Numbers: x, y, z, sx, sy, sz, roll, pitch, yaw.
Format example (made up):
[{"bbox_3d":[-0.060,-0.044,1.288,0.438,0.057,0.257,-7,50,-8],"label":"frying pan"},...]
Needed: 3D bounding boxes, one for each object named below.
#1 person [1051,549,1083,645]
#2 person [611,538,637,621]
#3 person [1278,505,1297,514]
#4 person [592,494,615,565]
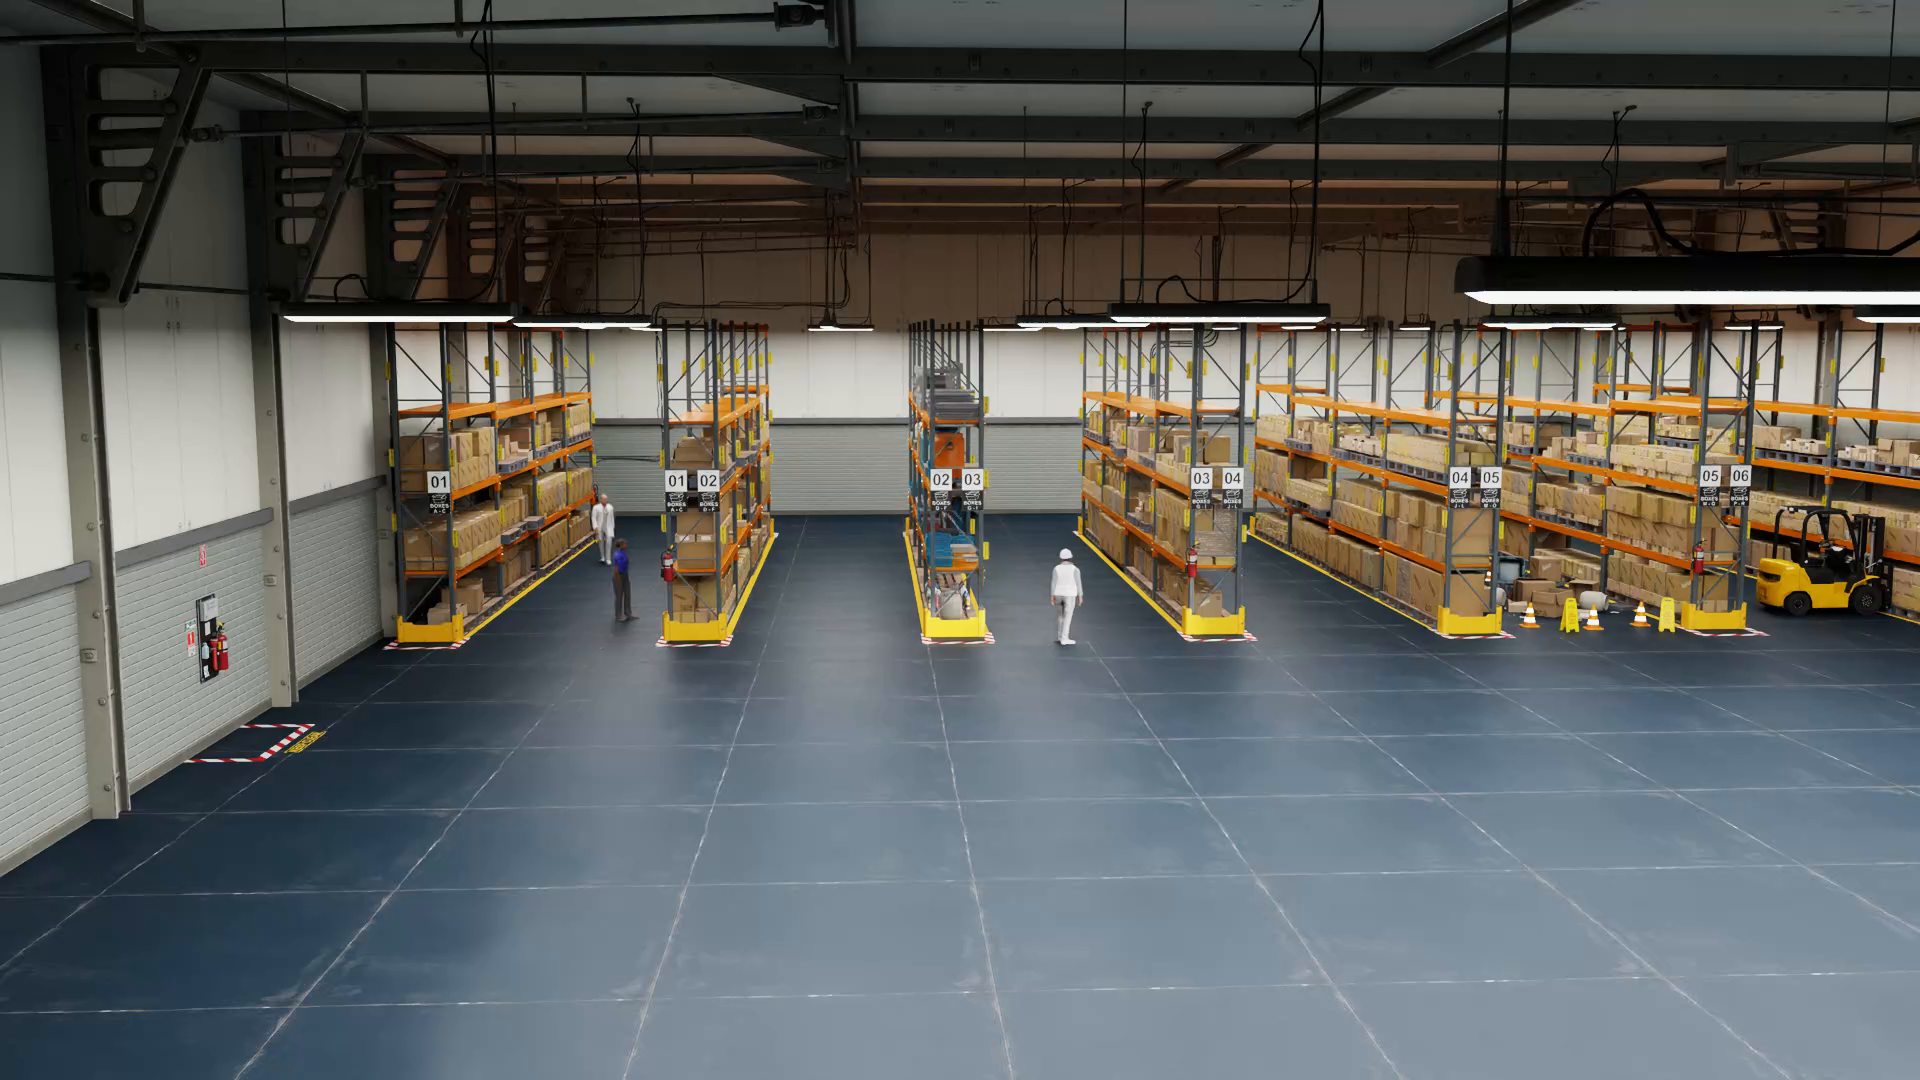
[{"bbox_3d":[2.021,1.034,30.877,0.575,1.767,0.573,5,9,38],"label":"person"},{"bbox_3d":[-6.787,0.787,33.447,0.394,1.668,0.507,3,8,23],"label":"person"},{"bbox_3d":[9.957,-1.432,50.712,0.699,1.760,0.580,-7,10,-43],"label":"person"},{"bbox_3d":[-8.893,-0.269,41.445,0.553,1.734,1.044,-1,7,-9],"label":"person"}]
